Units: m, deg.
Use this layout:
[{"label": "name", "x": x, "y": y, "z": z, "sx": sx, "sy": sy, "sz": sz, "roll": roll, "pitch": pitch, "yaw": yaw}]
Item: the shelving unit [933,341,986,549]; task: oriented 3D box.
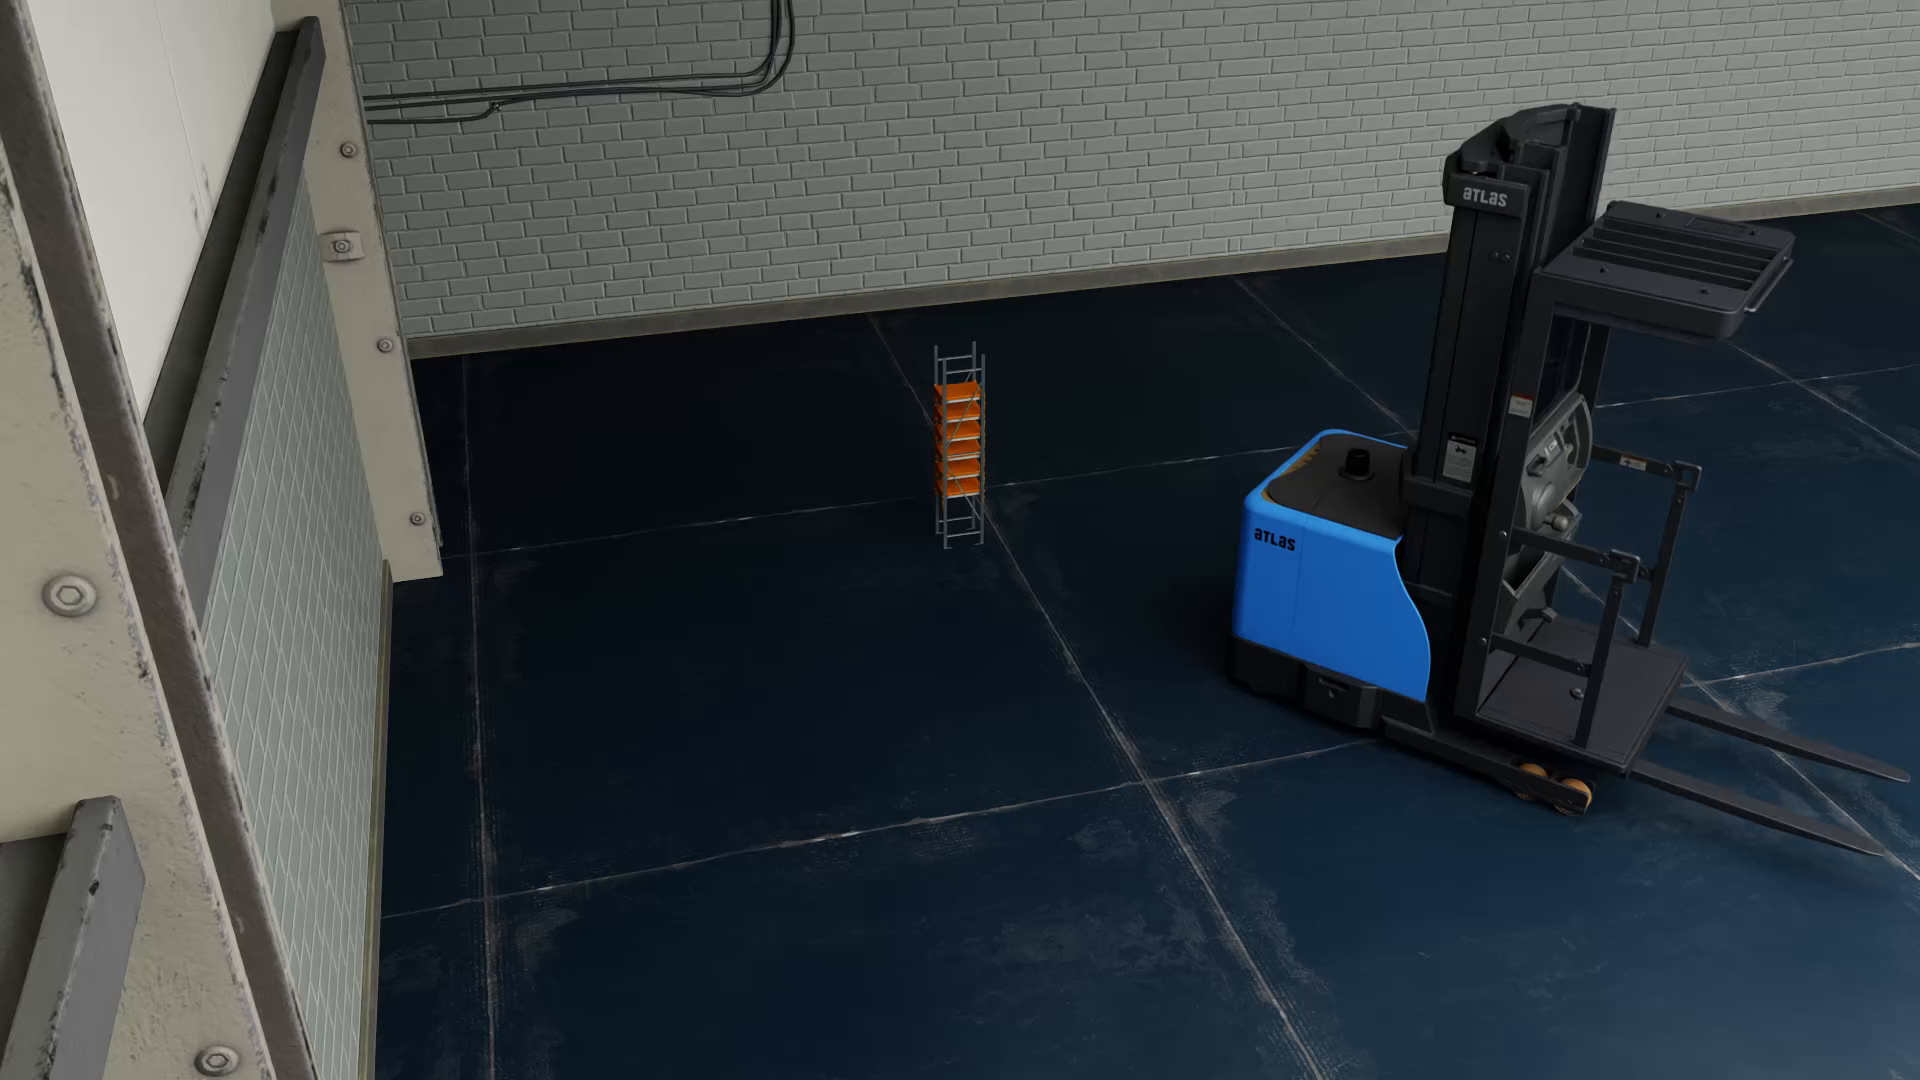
[{"label": "shelving unit", "x": -0.004, "y": -0.526, "z": 9.462, "sx": 0.258, "sy": 1.200, "sz": 0.189, "roll": -8, "pitch": 31, "yaw": -13}]

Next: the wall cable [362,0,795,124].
[{"label": "wall cable", "x": -2.632, "y": -4.023, "z": 10.817, "sx": 3.097, "sy": 2.526, "sz": 0.112, "roll": -8, "pitch": 31, "yaw": -13}]

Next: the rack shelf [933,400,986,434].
[{"label": "rack shelf", "x": -0.004, "y": -0.696, "z": 9.364, "sx": 0.258, "sy": 0.103, "sz": 0.180, "roll": -8, "pitch": 31, "yaw": -13}]

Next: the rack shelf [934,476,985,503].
[{"label": "rack shelf", "x": -0.004, "y": -0.280, "z": 9.604, "sx": 0.258, "sy": 0.103, "sz": 0.180, "roll": -8, "pitch": 31, "yaw": -13}]

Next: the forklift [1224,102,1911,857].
[{"label": "forklift", "x": 2.844, "y": -0.315, "z": 7.369, "sx": 3.031, "sy": 2.935, "sz": 1.130, "roll": 19, "pitch": 35, "yaw": 30}]

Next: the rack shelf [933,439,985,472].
[{"label": "rack shelf", "x": -0.004, "y": -0.488, "z": 9.484, "sx": 0.258, "sy": 0.103, "sz": 0.180, "roll": -8, "pitch": 31, "yaw": -13}]

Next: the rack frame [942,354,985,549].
[{"label": "rack frame", "x": 0.020, "y": -0.482, "z": 9.385, "sx": 0.240, "sy": 1.200, "sz": 0.006, "roll": -8, "pitch": 31, "yaw": -13}]

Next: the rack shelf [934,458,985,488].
[{"label": "rack shelf", "x": -0.004, "y": -0.384, "z": 9.544, "sx": 0.258, "sy": 0.103, "sz": 0.180, "roll": -8, "pitch": 31, "yaw": -13}]

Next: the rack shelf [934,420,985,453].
[{"label": "rack shelf", "x": -0.004, "y": -0.592, "z": 9.424, "sx": 0.258, "sy": 0.103, "sz": 0.180, "roll": -8, "pitch": 31, "yaw": -13}]

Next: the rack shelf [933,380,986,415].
[{"label": "rack shelf", "x": -0.004, "y": -0.799, "z": 9.303, "sx": 0.258, "sy": 0.103, "sz": 0.180, "roll": -8, "pitch": 31, "yaw": -13}]

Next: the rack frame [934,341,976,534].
[{"label": "rack frame", "x": -0.028, "y": -0.570, "z": 9.538, "sx": 0.240, "sy": 1.200, "sz": 0.006, "roll": -8, "pitch": 31, "yaw": -13}]

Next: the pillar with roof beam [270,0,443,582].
[{"label": "pillar with roof beam", "x": 1.026, "y": -4.341, "z": 8.266, "sx": 9.100, "sy": 9.000, "sz": 0.400, "roll": -8, "pitch": 31, "yaw": -13}]
